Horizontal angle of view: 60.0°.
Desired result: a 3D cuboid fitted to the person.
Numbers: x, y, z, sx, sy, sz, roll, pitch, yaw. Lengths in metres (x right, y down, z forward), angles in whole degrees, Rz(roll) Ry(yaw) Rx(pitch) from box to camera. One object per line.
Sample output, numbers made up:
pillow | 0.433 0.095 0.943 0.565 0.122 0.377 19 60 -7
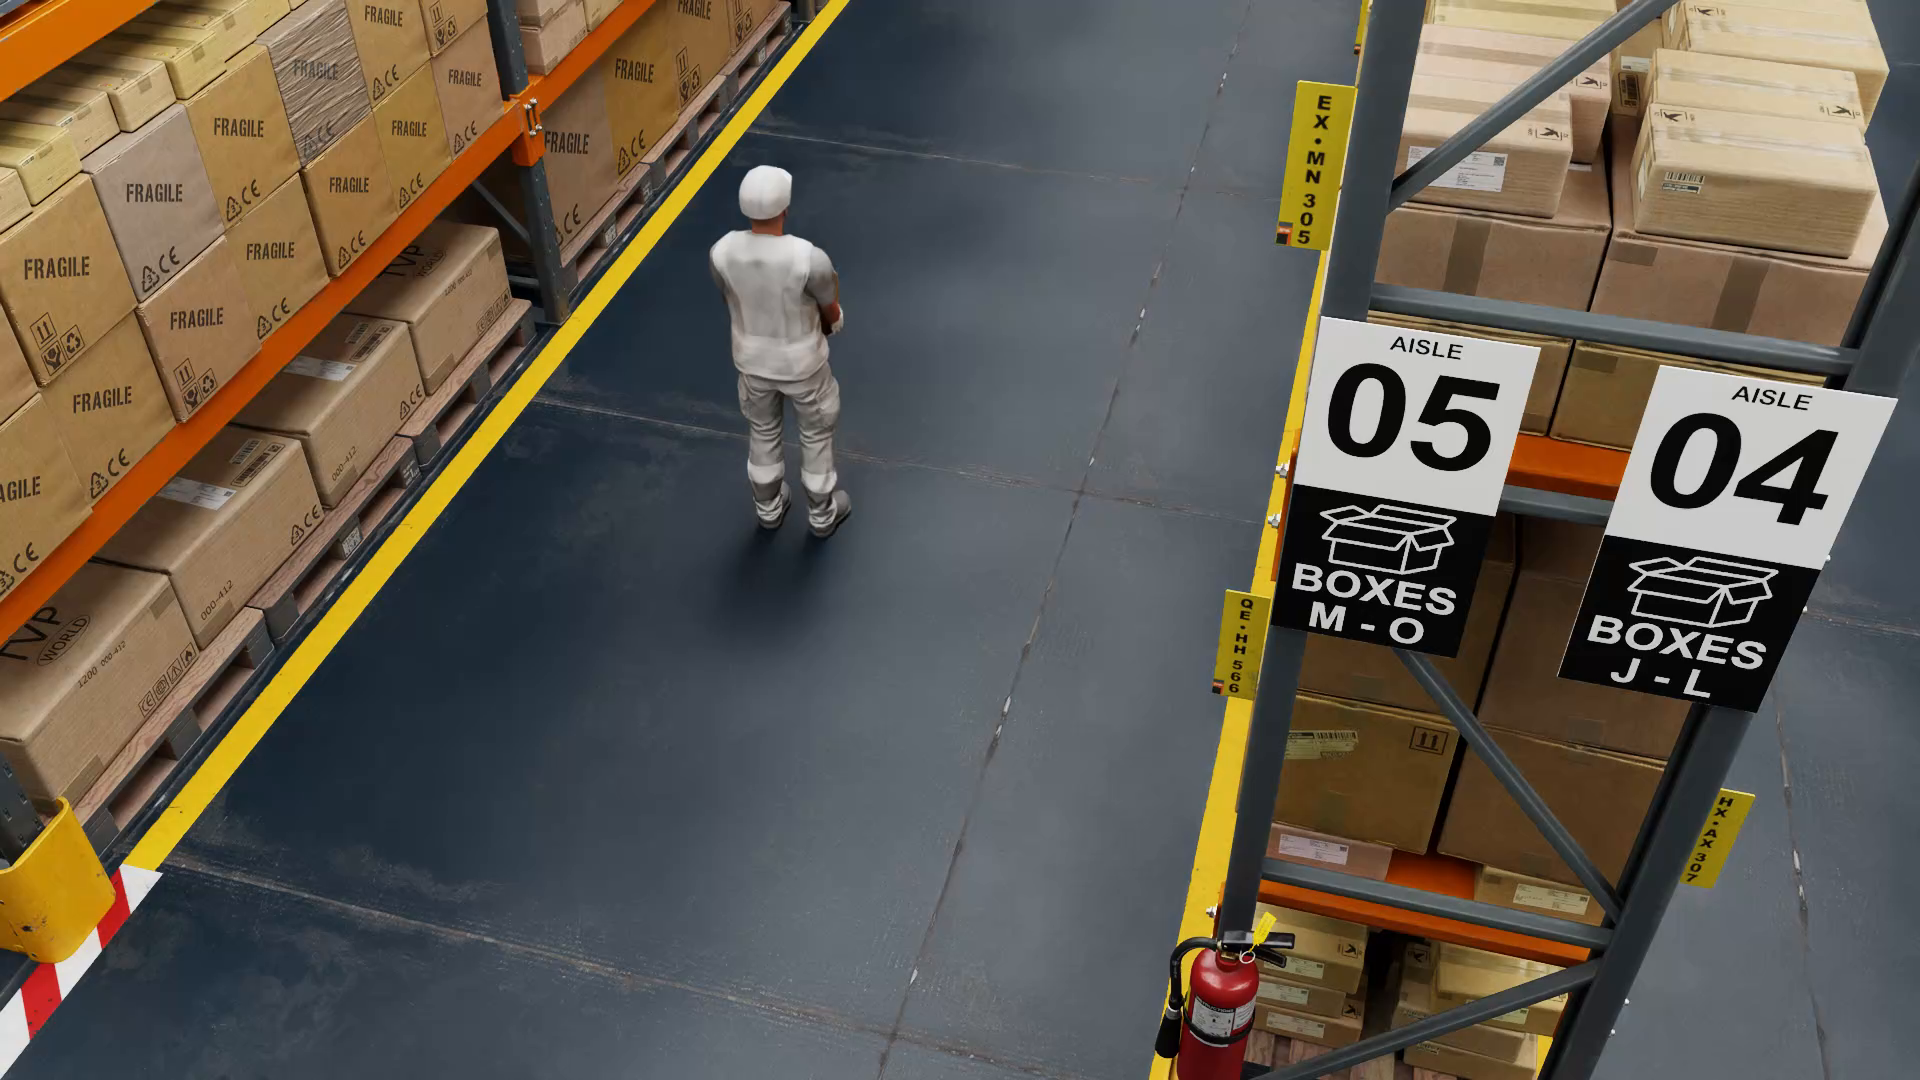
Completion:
person | -0.734 -0.822 7.093 0.524 1.794 0.529 10 42 11
